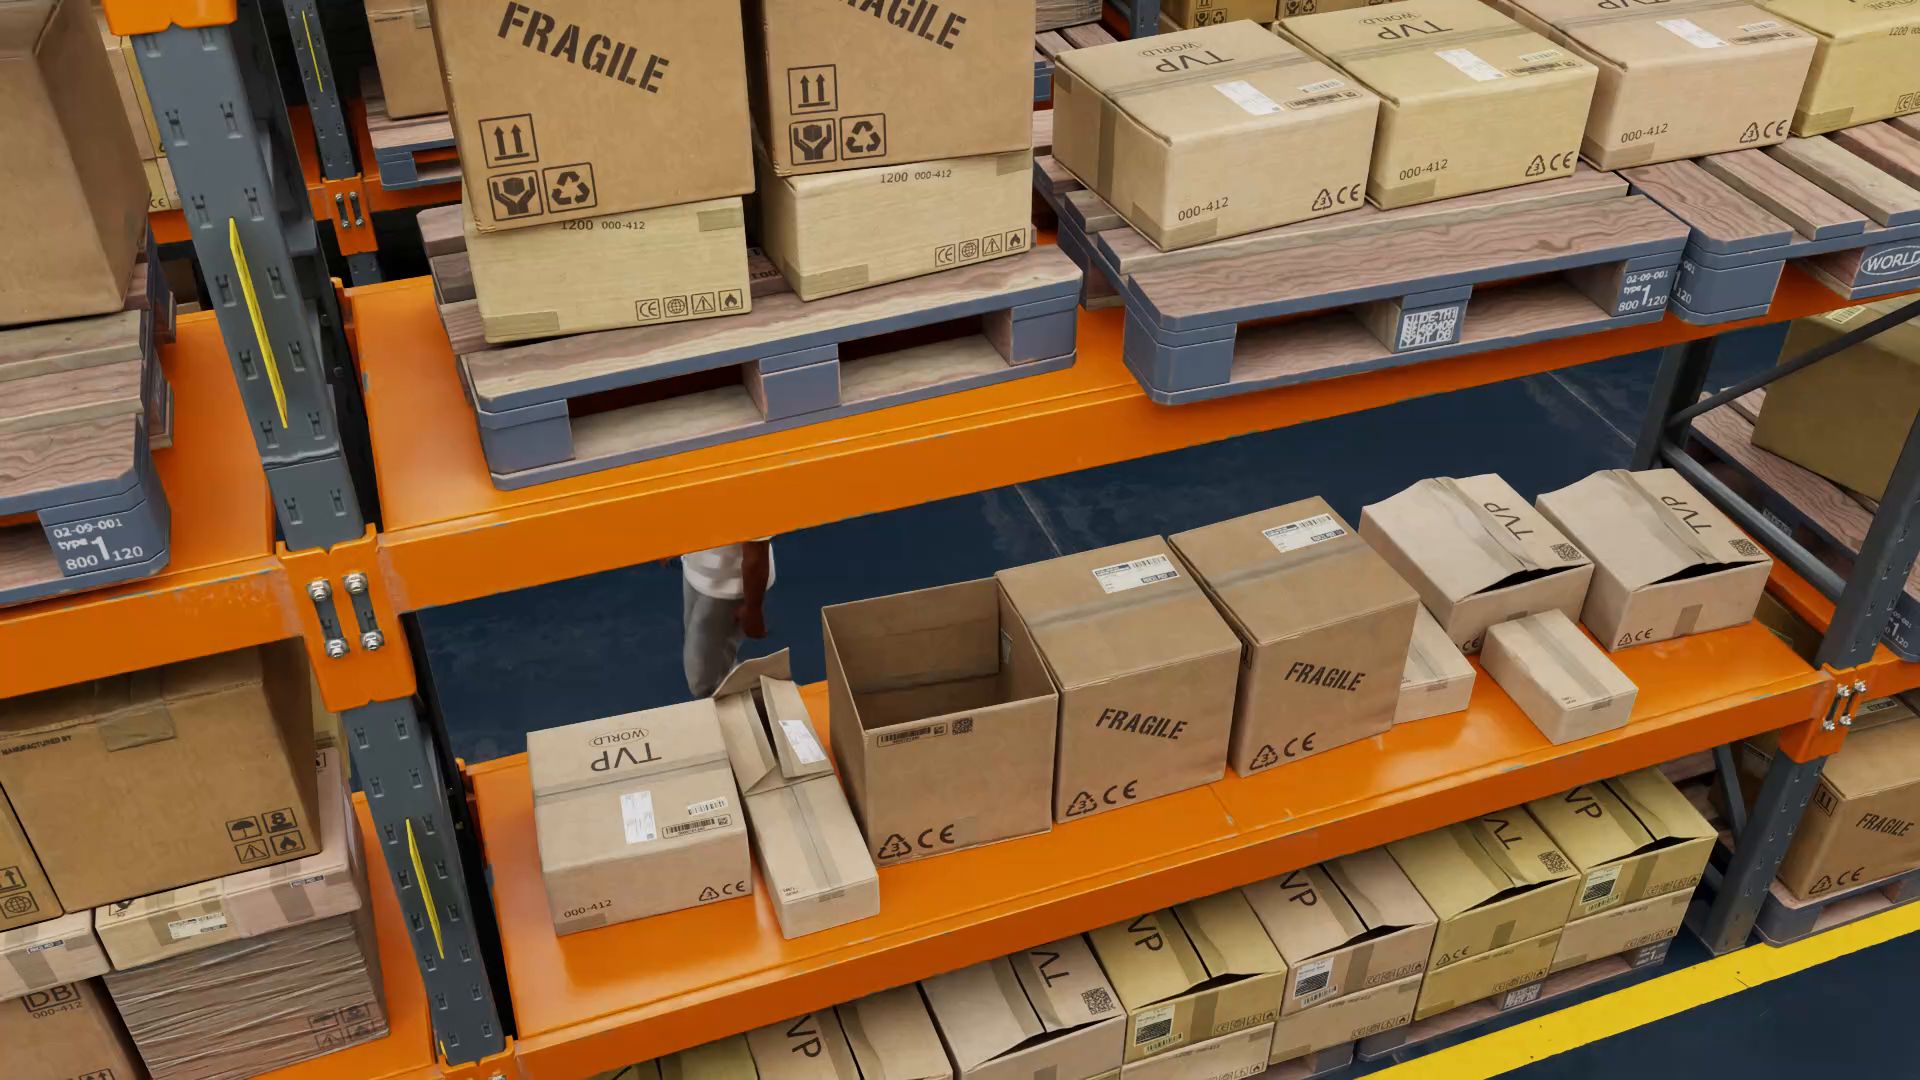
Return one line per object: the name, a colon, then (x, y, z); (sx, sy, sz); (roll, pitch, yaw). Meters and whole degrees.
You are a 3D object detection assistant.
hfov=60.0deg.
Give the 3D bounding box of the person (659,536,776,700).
person: (-0.887, 0.107, 5.964); (0.604, 1.763, 0.595); (-12, 39, -15)
